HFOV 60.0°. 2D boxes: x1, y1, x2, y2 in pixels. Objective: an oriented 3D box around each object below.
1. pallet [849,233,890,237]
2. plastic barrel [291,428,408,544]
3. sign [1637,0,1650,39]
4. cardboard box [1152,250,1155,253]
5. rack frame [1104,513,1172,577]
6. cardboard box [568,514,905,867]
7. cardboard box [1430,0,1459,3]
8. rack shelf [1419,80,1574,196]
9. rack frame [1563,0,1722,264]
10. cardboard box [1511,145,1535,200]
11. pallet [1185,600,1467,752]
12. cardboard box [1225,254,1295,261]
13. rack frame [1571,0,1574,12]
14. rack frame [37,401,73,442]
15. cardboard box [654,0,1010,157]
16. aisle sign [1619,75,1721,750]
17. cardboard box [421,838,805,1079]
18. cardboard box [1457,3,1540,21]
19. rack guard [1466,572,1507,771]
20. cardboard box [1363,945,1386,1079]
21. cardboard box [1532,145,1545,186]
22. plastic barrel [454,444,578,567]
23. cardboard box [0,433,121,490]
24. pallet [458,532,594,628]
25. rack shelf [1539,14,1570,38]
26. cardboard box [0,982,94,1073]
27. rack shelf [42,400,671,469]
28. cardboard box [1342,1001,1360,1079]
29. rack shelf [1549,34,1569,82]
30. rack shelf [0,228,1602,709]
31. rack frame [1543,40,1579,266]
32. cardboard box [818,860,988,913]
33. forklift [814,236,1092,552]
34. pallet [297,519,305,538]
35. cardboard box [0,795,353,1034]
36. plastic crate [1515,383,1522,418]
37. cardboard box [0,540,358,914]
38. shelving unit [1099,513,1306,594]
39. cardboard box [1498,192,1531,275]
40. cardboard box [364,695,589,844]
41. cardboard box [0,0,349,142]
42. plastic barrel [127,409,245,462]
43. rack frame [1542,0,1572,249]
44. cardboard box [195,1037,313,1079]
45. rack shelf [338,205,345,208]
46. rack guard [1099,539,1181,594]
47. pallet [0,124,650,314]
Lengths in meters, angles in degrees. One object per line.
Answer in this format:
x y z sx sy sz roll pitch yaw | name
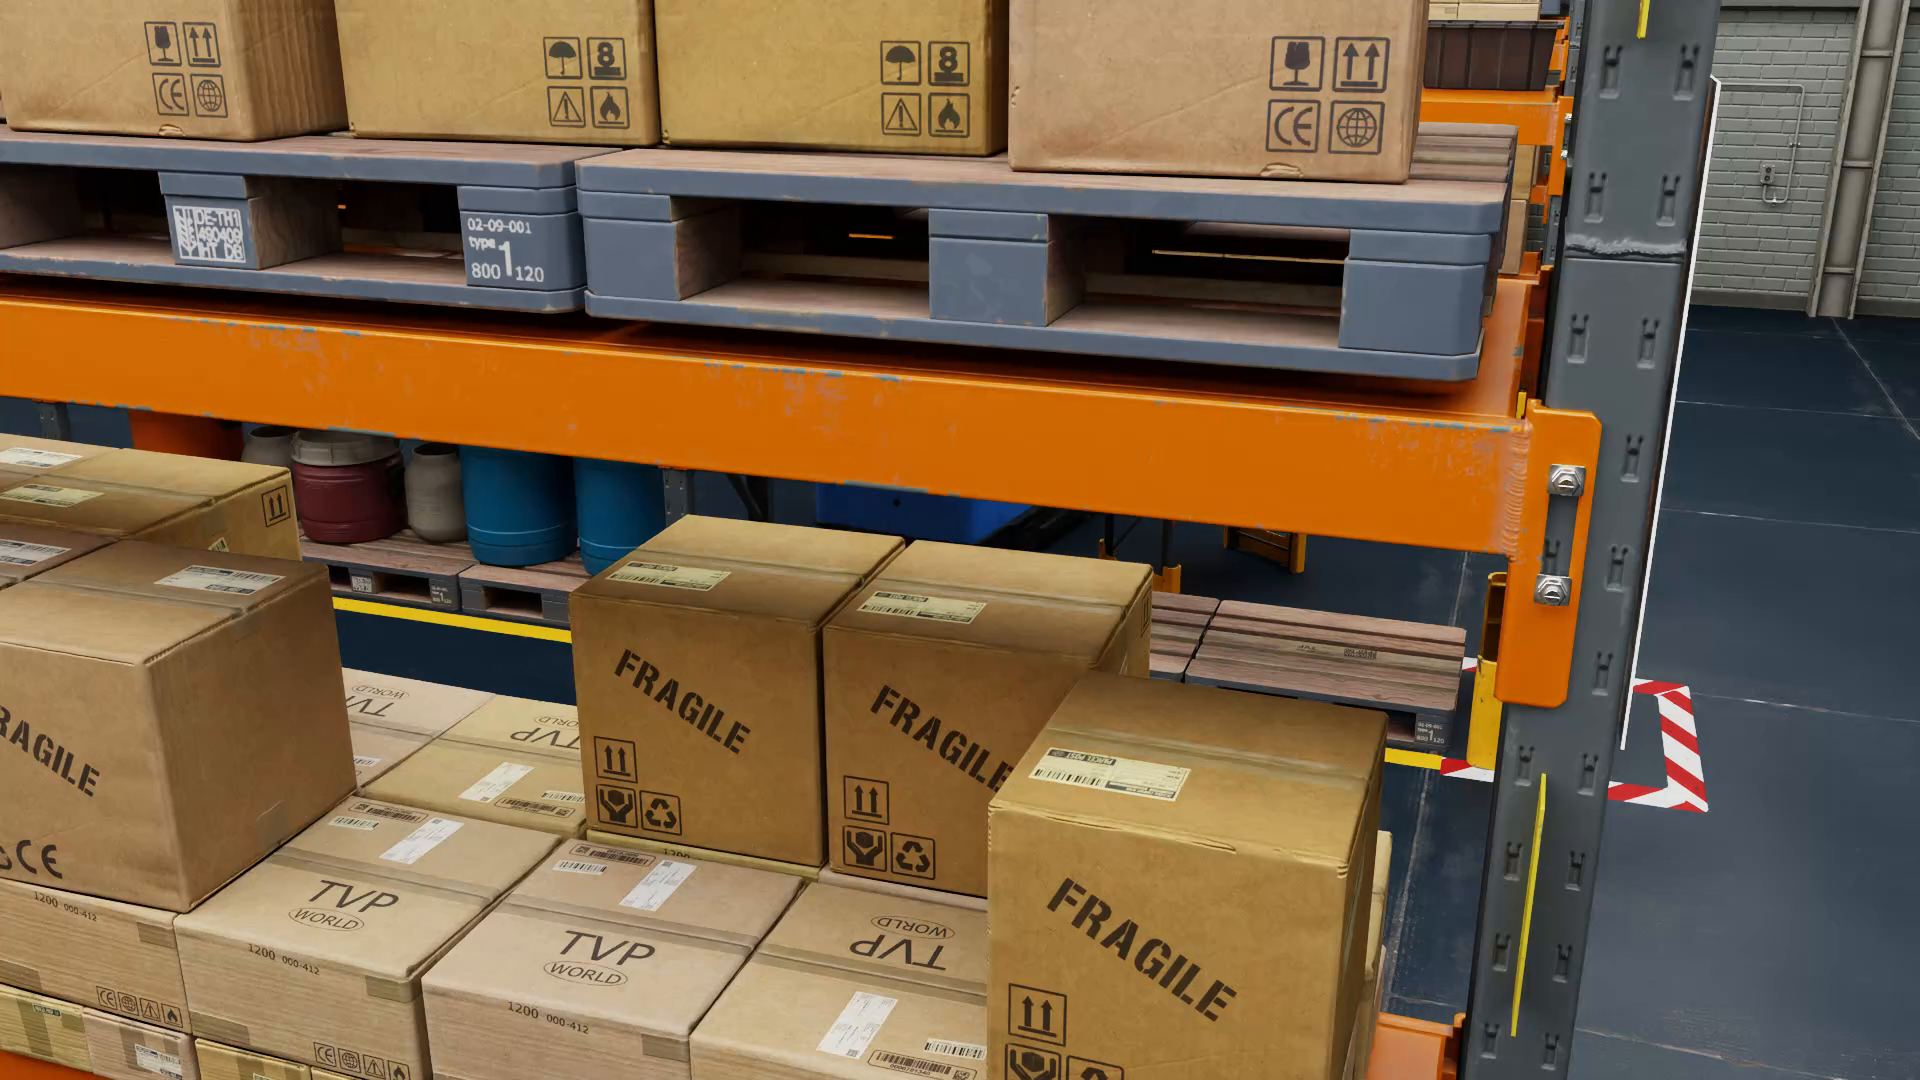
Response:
-0.339 -2.592 13.246 1.213 0.211 1.003 7 20 18 | pallet
-3.493 -0.345 9.533 0.708 0.588 0.600 7 20 18 | plastic barrel
0.713 -0.680 1.689 0.005 0.325 0.100 7 20 18 | sign
1.257 -2.415 12.296 0.500 0.500 0.500 7 20 19 | cardboard box
0.967 -0.397 8.936 0.032 1.500 0.500 -14 24 -35 | rack frame
-0.424 0.282 3.347 0.500 0.500 0.500 6 20 17 | cardboard box
3.117 -3.742 11.165 0.500 0.250 0.500 7 20 18 | cardboard box
0.640 -1.883 7.457 4.000 0.370 1.077 7 20 18 | rack shelf
0.904 -1.883 1.808 0.127 3.000 1.000 7 20 18 | rack frame
3.648 -2.612 11.342 0.500 0.500 0.500 6 20 18 | cardboard box
1.763 0.625 7.962 1.213 0.211 1.003 7 20 18 | pallet
2.210 -2.306 11.983 0.500 0.500 0.500 6 20 17 | cardboard box
4.159 -4.963 10.643 0.127 3.000 1.000 7 20 18 | rack frame
-5.027 -1.455 9.692 0.127 3.000 1.000 7 20 18 | rack frame
-0.097 -0.897 2.595 0.500 0.500 0.700 6 20 16 | cardboard box
0.874 -0.177 2.077 0.004 0.787 0.394 7 20 18 | aisle sign
-0.601 0.800 2.999 0.500 0.250 0.500 6 20 16 | cardboard box
3.587 -3.449 11.085 0.500 0.250 0.500 7 20 18 | cardboard box
2.557 0.588 7.629 0.348 0.500 1.175 7 20 18 | rack guard
0.677 0.927 3.241 0.250 0.149 0.380 7 20 19 | cardboard box
5.296 -3.864 16.150 0.700 0.700 0.980 7 21 21 | cardboard box
-2.426 -0.371 9.132 0.708 0.901 0.600 7 20 18 | plastic barrel
-2.352 0.060 3.983 0.500 0.500 0.500 7 20 20 | cardboard box
-1.964 0.198 9.188 1.213 0.211 1.003 7 20 18 | pallet
3.891 -4.964 16.294 4.000 0.370 1.077 7 20 18 | rack shelf
-1.716 0.884 3.366 0.250 0.149 0.380 6 20 17 | cardboard box
-3.138 -0.899 9.191 4.000 0.370 1.077 7 20 18 | rack shelf
0.359 0.910 2.684 0.500 0.250 0.500 6 20 17 | cardboard box
2.269 -3.423 11.875 4.000 0.370 1.077 7 20 18 | rack shelf
-0.985 -0.343 3.039 4.000 0.370 1.077 7 20 18 | rack shelf
2.530 -0.590 7.213 0.127 3.000 1.000 7 20 18 | rack frame
0.046 0.690 3.316 0.500 0.250 0.500 6 20 17 | cardboard box
0.286 -1.568 10.121 1.130 2.935 3.031 10 21 25 | forklift
-4.269 -0.066 9.944 1.213 0.211 1.003 7 20 18 | pallet
-1.557 0.689 3.317 0.500 0.250 0.500 7 20 19 | cardboard box
2.152 -0.614 7.134 0.499 0.435 0.616 7 20 18 | plastic crate
-1.550 0.335 3.194 0.500 0.500 0.500 6 20 16 | cardboard box
1.379 -0.500 9.232 1.083 1.500 0.587 -14 24 -35 | shelving unit
3.646 -2.141 11.510 0.500 0.500 0.500 7 20 20 | cardboard box
-0.922 0.580 3.631 0.500 0.250 0.500 6 20 17 | cardboard box
-1.162 -0.966 2.791 0.500 0.500 0.700 7 21 20 | cardboard box
-4.560 -0.581 9.844 0.708 0.830 0.600 7 20 18 | plastic barrel
5.781 -3.671 16.050 0.127 3.000 1.000 7 20 18 | rack frame
-1.231 0.939 3.206 0.250 0.149 0.380 6 20 16 | cardboard box
-5.288 -2.871 14.847 4.000 0.370 1.077 7 20 18 | rack shelf
0.983 0.189 9.153 0.087 0.250 0.587 -14 24 -35 | rack guard
-0.956 -0.633 2.913 1.213 0.211 1.003 7 20 18 | pallet
